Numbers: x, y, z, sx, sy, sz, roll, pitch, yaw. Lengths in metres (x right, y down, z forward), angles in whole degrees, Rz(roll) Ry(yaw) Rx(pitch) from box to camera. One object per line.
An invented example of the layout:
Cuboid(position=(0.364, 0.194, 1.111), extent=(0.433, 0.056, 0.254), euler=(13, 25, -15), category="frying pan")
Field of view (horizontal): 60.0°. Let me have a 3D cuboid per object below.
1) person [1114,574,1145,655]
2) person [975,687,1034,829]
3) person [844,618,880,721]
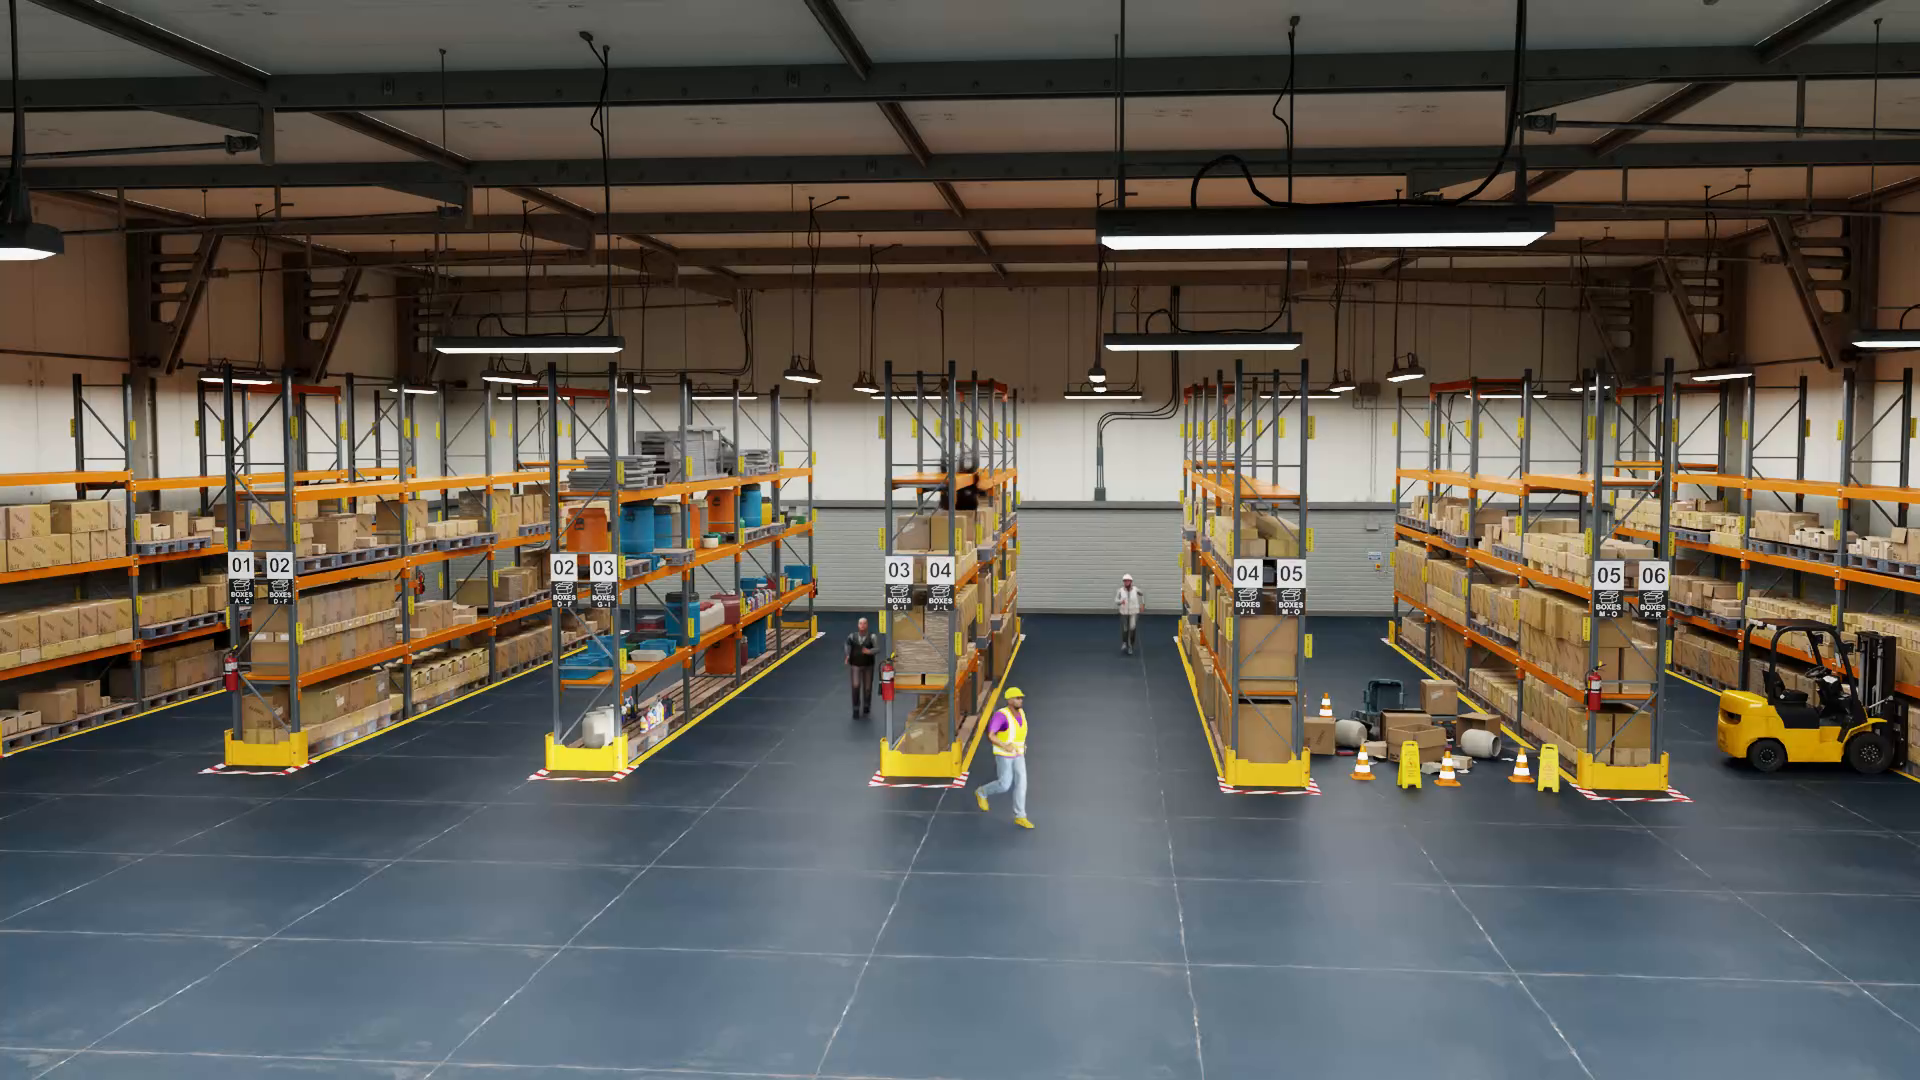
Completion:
Cuboid(position=(3.807, 1.670, 37.318), extent=(0.664, 1.810, 0.883), euler=(1, 4, 12), category="person")
Cuboid(position=(0.598, 2.742, 21.198), extent=(0.959, 1.750, 0.726), euler=(3, 5, 40), category="person")
Cuboid(position=(-1.705, 2.245, 28.944), extent=(0.624, 1.780, 0.752), euler=(0, 4, -3), category="person")
